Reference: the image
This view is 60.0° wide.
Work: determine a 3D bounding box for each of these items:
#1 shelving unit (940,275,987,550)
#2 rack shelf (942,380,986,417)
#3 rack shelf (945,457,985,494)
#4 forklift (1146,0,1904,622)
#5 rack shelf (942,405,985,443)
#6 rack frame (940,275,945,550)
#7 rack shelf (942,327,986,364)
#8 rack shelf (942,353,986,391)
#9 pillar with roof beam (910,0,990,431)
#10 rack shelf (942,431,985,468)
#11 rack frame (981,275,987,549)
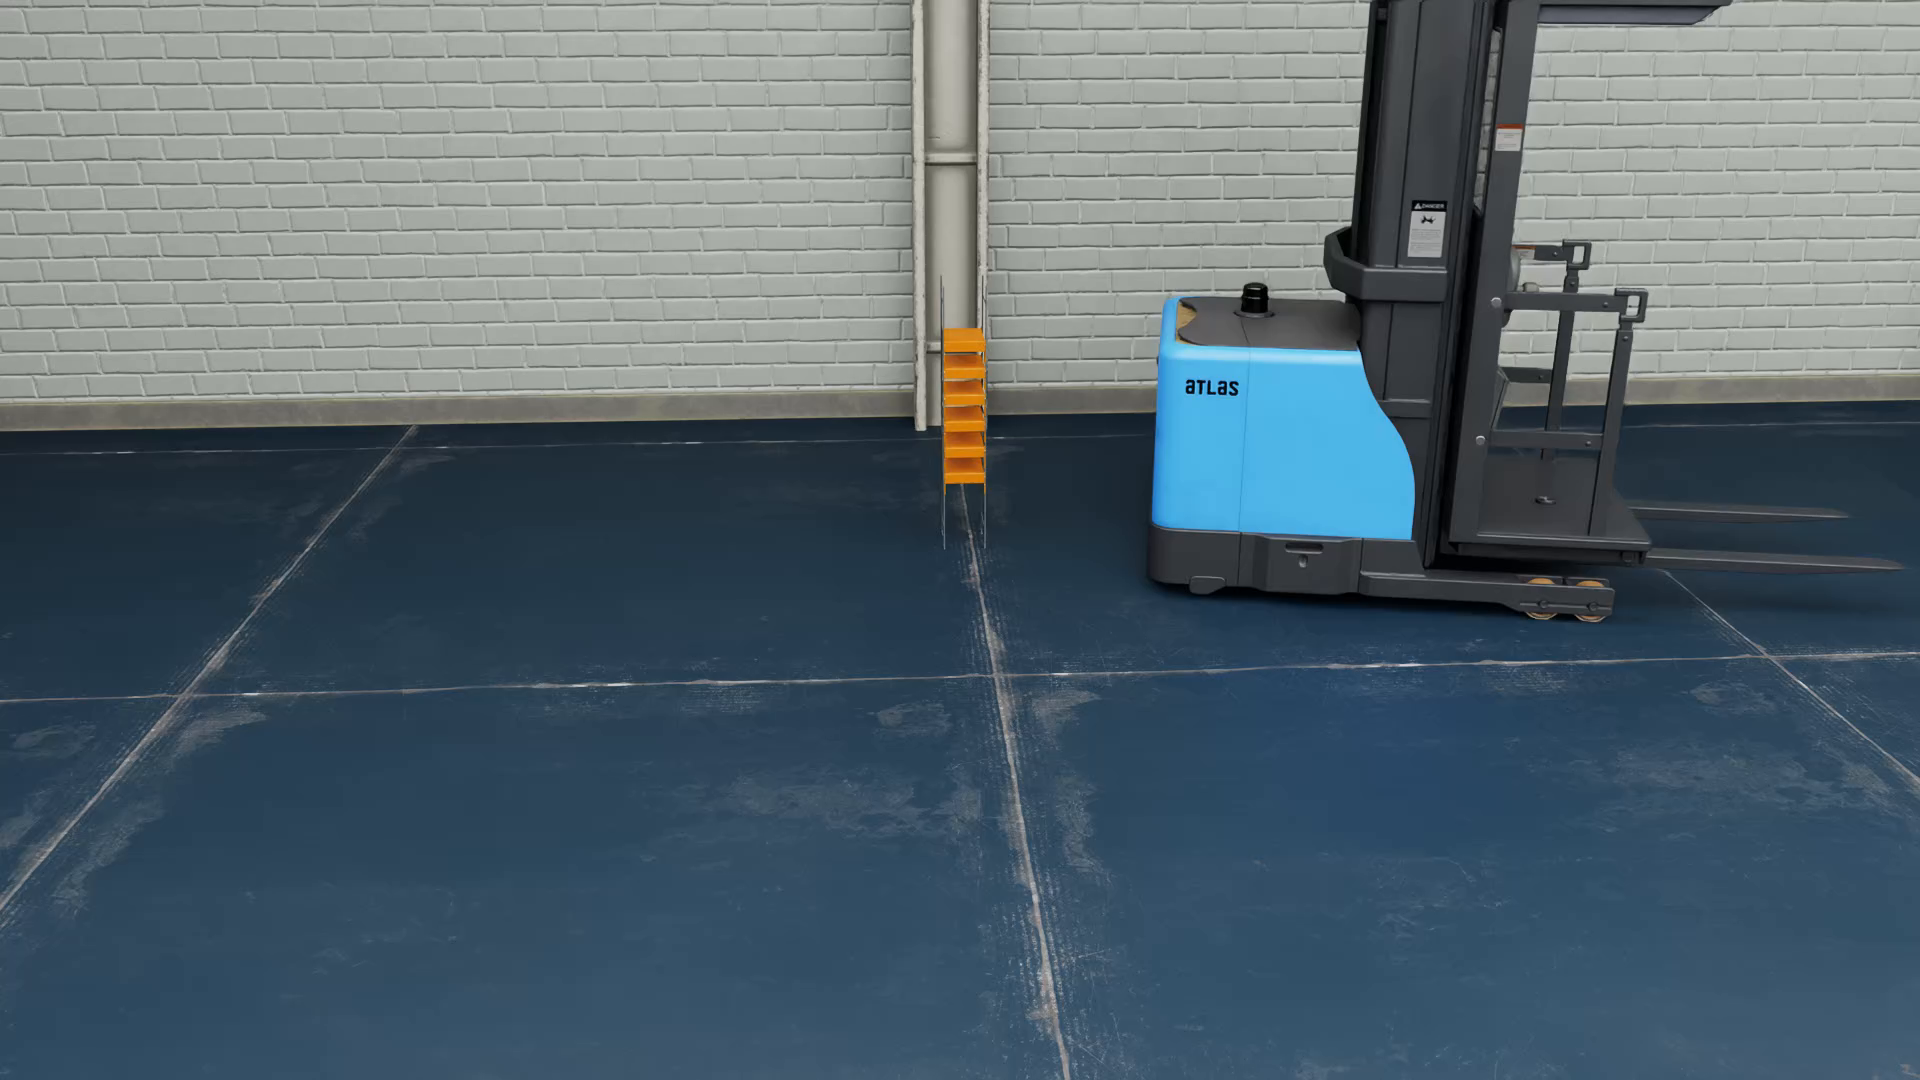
[{"bbox_3d":[0.014,-0.561,7.408,0.189,1.200,0.258,-1,21,-3],"label":"shelving unit"},{"bbox_3d":[0.014,-0.632,7.381,0.180,0.103,0.258,-1,21,-3],"label":"rack shelf"},{"bbox_3d":[0.014,-0.295,7.509,0.180,0.103,0.258,-1,21,-3],"label":"rack shelf"},{"bbox_3d":[2.348,-1.238,6.752,3.031,2.935,1.130,3,21,7],"label":"forklift"},{"bbox_3d":[0.014,-0.520,7.424,0.180,0.103,0.258,-1,21,-3],"label":"rack shelf"},{"bbox_3d":[-0.077,-0.559,7.403,0.006,1.200,0.240,-1,21,-3],"label":"rack frame"},{"bbox_3d":[0.014,-0.856,7.296,0.180,0.103,0.258,-1,21,-3],"label":"rack shelf"},{"bbox_3d":[0.014,-0.744,7.339,0.180,0.103,0.258,-1,21,-3],"label":"rack shelf"},{"bbox_3d":[0.191,-3.342,3.751,0.400,9.000,9.100,-1,21,-3],"label":"pillar with roof beam"},{"bbox_3d":[0.014,-0.407,7.467,0.180,0.103,0.258,-1,21,-3],"label":"rack shelf"},{"bbox_3d":[0.106,-0.563,7.413,0.006,1.200,0.240,-1,21,-3],"label":"rack frame"}]
